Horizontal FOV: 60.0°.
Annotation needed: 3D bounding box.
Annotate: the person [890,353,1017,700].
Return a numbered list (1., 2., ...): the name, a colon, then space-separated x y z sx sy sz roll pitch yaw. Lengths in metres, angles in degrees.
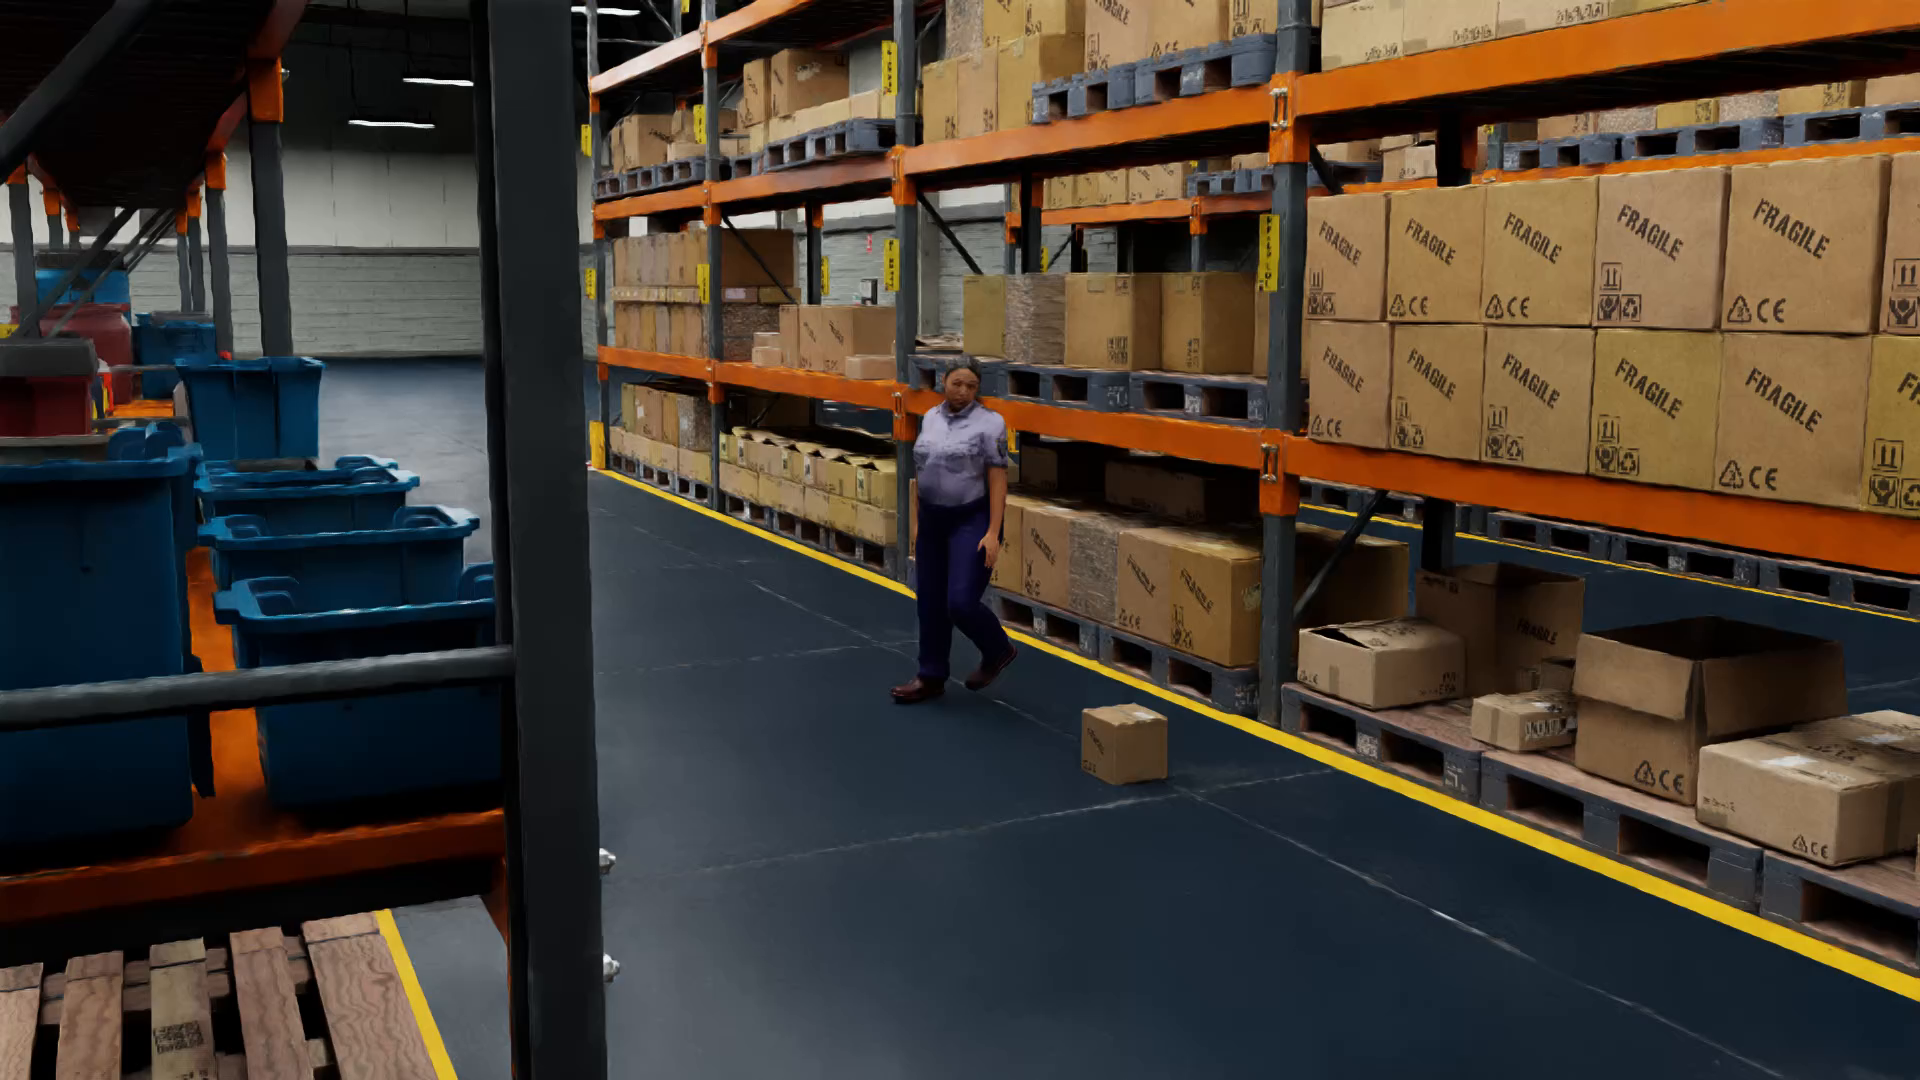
1. person: -0.004 -0.050 7.685 0.577 1.624 0.461 7 11 39
